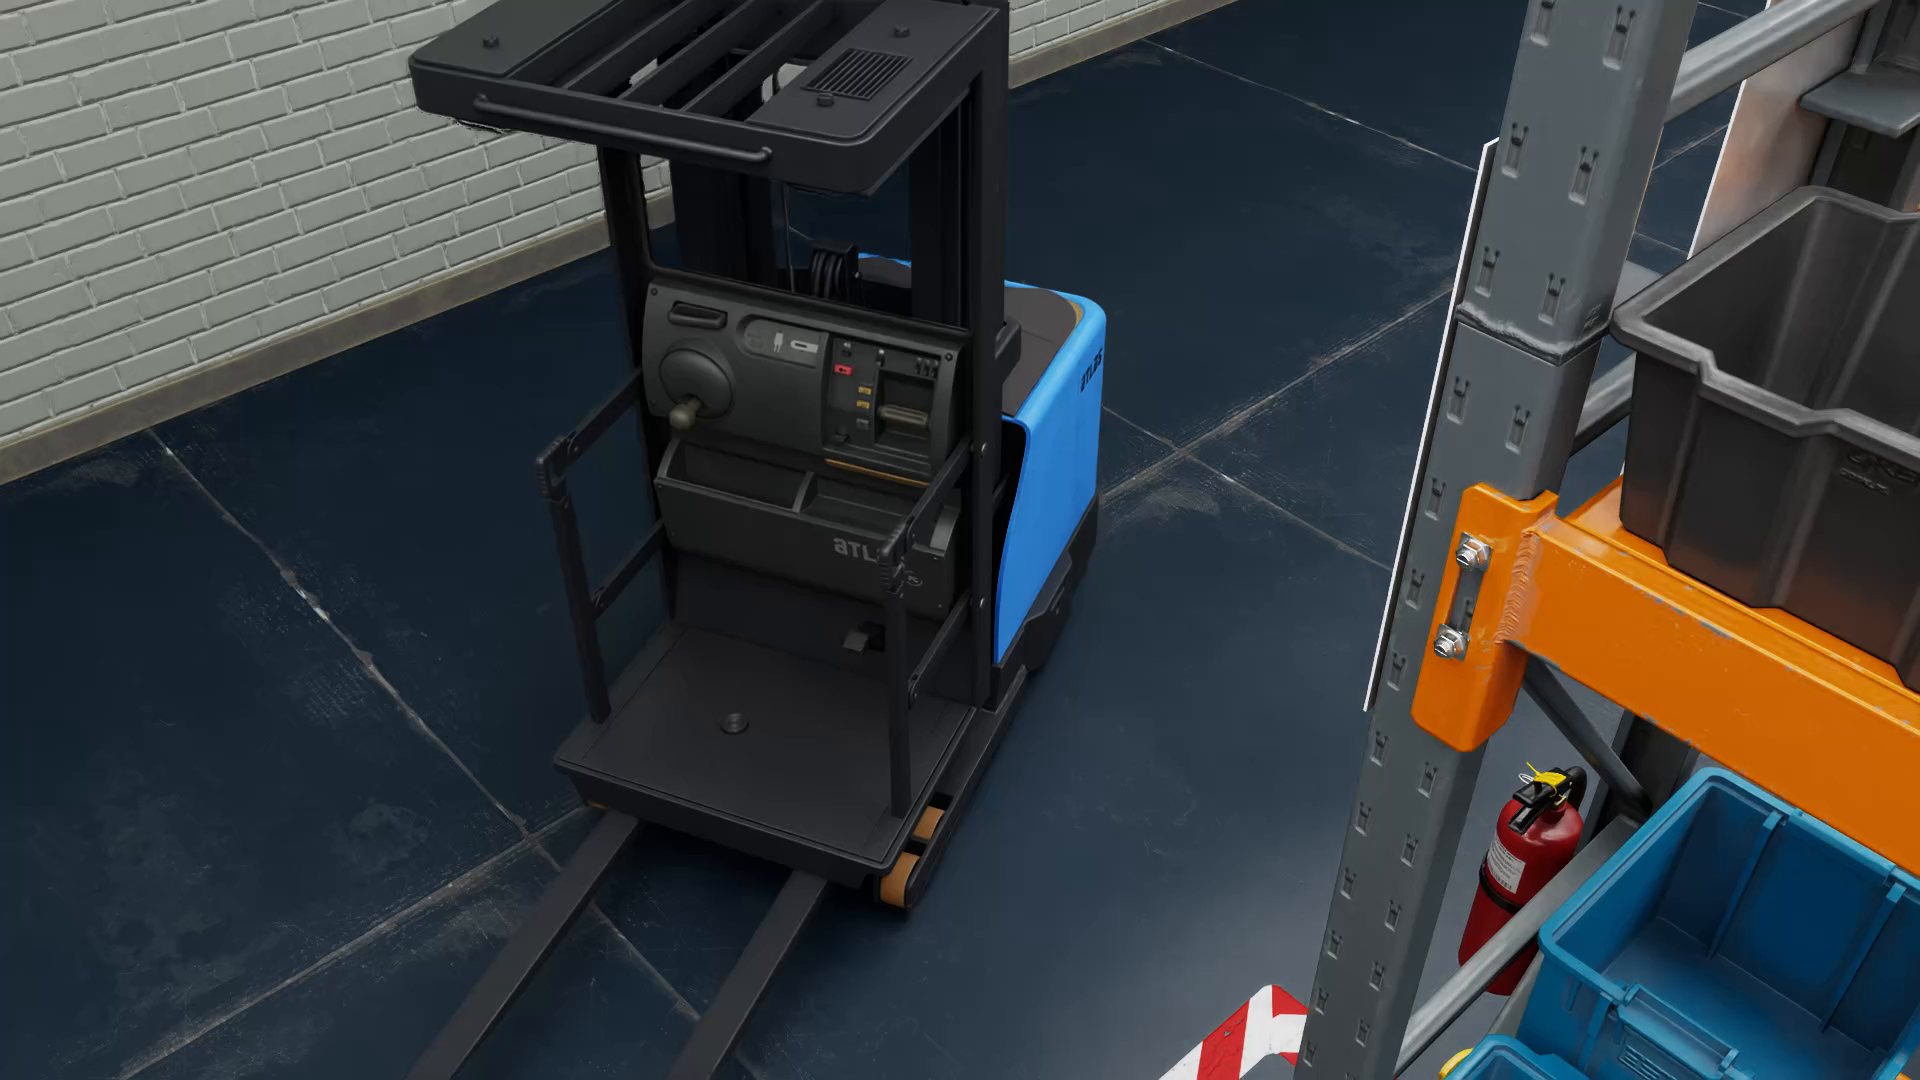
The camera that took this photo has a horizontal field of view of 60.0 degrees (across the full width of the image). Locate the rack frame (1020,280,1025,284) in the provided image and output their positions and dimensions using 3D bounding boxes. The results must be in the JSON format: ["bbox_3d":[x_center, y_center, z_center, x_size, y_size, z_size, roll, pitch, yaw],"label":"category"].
[{"bbox_3d":[0.165,-0.521,6.179,0.006,0.900,0.240,22,44,25],"label":"rack frame"}]

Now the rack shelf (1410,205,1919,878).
[{"bbox_3d":[2.288,0.788,1.073,1.077,0.370,4.000,-30,48,-32],"label":"rack shelf"}]

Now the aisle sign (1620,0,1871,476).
[{"bbox_3d":[1.102,-0.420,2.314,0.394,0.787,0.004,-30,48,-32],"label":"aisle sign"}]

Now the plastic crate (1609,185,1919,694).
[{"bbox_3d":[0.990,-0.070,1.666,0.497,0.269,0.590,-30,48,-32],"label":"plastic crate"}]

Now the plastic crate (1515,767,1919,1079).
[{"bbox_3d":[1.299,0.788,2.811,0.616,0.435,0.499,-30,48,-32],"label":"plastic crate"}]

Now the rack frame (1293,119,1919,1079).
[{"bbox_3d":[0.935,0.749,2.935,1.000,3.000,0.127,-30,48,-32],"label":"rack frame"}]

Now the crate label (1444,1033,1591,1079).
[{"bbox_3d":[0.859,1.045,2.654,0.416,0.233,0.303,-30,48,-32],"label":"crate label"}]

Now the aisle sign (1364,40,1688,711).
[{"bbox_3d":[0.668,-0.169,2.003,0.394,0.787,0.004,-30,48,-32],"label":"aisle sign"}]

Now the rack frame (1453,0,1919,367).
[{"bbox_3d":[0.935,-1.585,1.050,1.000,3.000,0.127,-30,48,-32],"label":"rack frame"}]

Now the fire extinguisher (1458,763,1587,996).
[{"bbox_3d":[1.168,0.661,3.402,0.296,0.674,0.183,-30,48,-32],"label":"fire extinguisher"}]

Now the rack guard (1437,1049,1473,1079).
[{"bbox_3d":[0.909,1.716,3.727,1.175,0.500,0.348,-30,48,-32],"label":"rack guard"}]

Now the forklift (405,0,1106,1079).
[{"bbox_3d":[-0.524,-0.362,4.366,1.130,2.935,3.031,14,41,17],"label":"forklift"}]

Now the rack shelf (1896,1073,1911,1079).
[{"bbox_3d":[2.288,1.955,2.015,1.077,0.370,4.000,-30,48,-32],"label":"rack shelf"}]

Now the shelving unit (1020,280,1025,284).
[{"bbox_3d":[0.080,-0.556,6.222,0.210,0.900,0.258,22,44,25],"label":"shelving unit"}]
